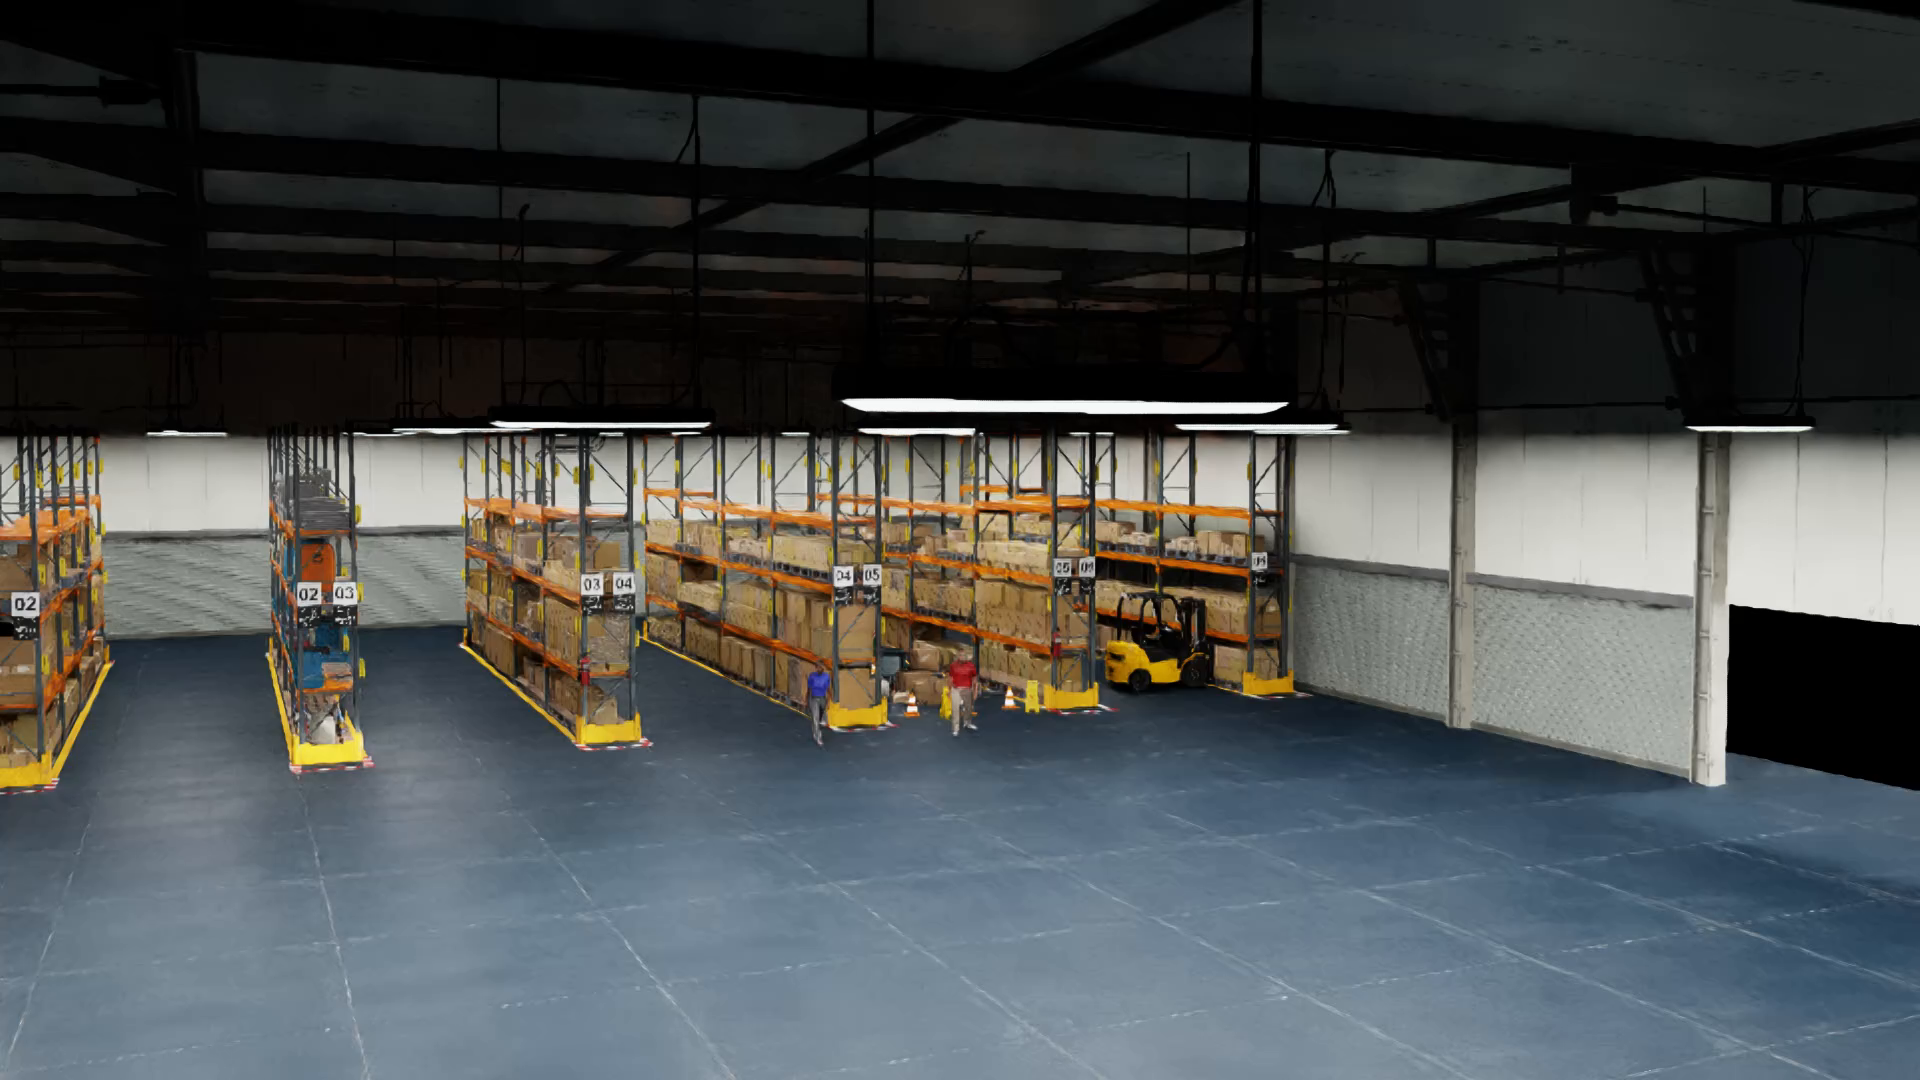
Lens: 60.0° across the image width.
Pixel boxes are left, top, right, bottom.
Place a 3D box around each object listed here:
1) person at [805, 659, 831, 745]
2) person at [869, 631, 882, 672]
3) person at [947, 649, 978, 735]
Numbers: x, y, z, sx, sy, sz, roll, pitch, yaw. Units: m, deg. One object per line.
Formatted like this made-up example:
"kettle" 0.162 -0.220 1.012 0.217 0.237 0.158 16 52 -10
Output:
"person" -2.628 3.008 31.167 0.447 1.571 1.069 -2 4 -26
"person" -2.122 2.349 40.386 0.570 1.786 0.653 0 3 3
"person" 0.049 2.918 32.227 0.584 1.665 0.974 0 3 -3
